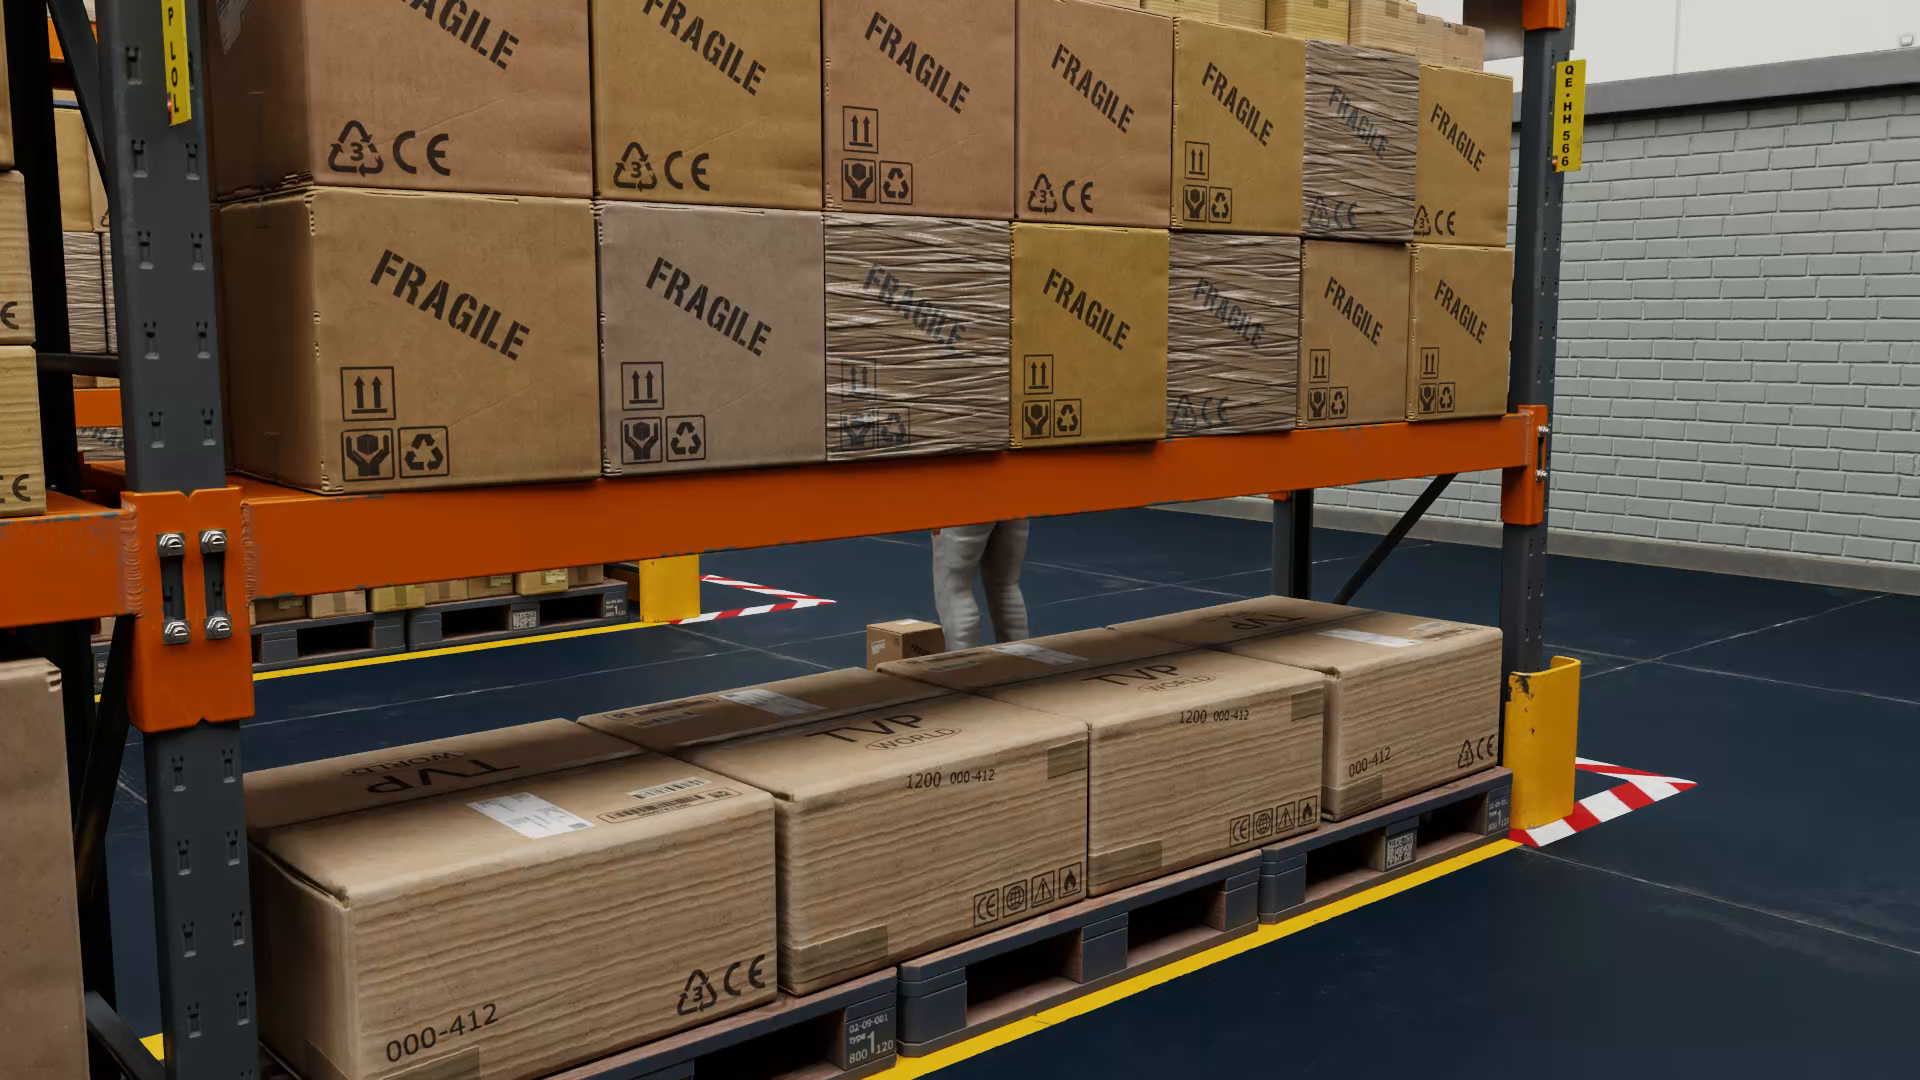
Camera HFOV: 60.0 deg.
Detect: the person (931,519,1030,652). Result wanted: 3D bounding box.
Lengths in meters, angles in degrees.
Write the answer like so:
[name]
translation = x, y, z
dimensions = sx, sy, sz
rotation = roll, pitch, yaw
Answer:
[person]
translation = 0.068, -0.143, 6.908
dimensions = 0.469, 1.662, 0.390
rotation = -6, 10, -40
